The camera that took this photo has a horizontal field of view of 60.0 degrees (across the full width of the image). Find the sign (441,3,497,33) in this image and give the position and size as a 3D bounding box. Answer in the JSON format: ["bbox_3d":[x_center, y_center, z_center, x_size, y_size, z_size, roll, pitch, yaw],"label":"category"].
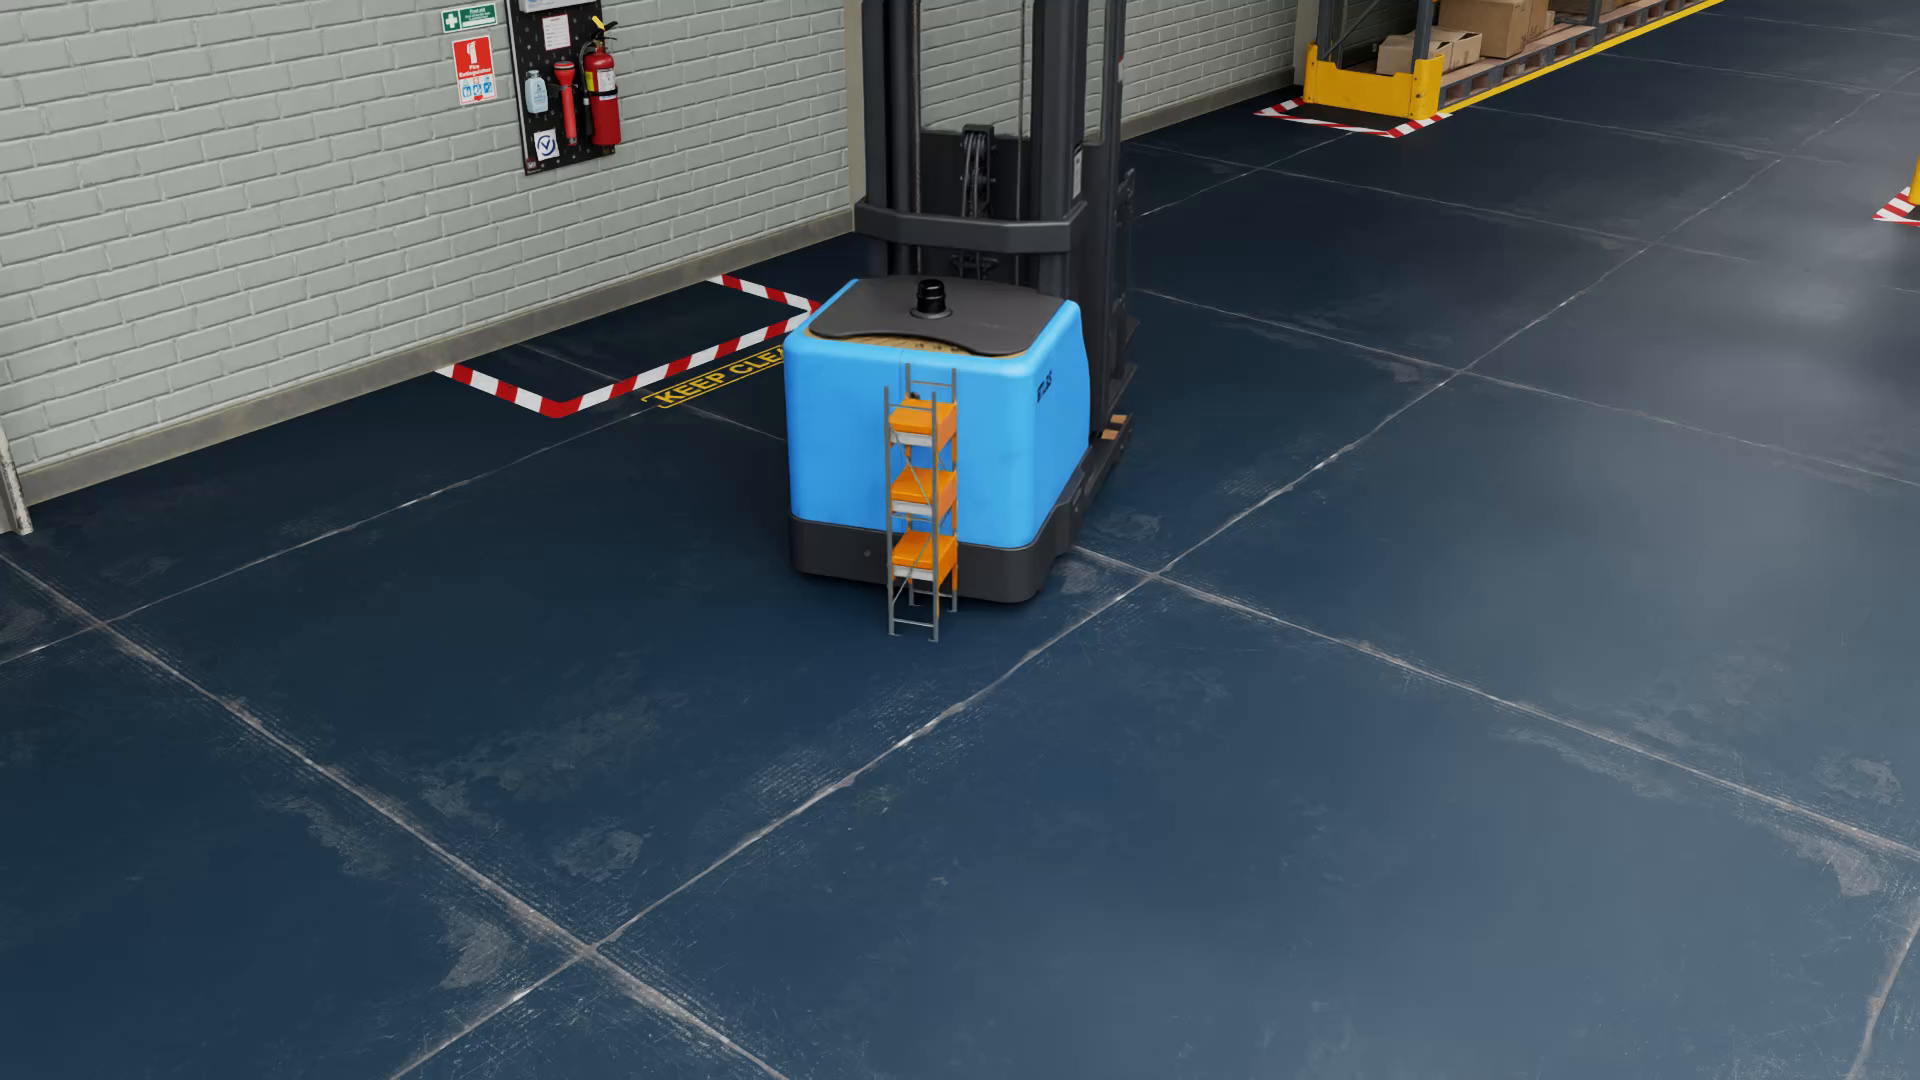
[{"bbox_3d":[-2.528,-2.693,8.575,0.001,0.109,0.331,21,34,34],"label":"sign"}]

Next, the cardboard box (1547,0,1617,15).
[{"bbox_3d":[6.533,-5.869,17.572,0.700,0.500,0.500,22,35,36],"label":"cardboard box"}]

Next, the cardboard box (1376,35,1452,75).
[{"bbox_3d":[4.043,-4.320,14.783,0.500,0.311,0.500,17,32,29],"label":"cardboard box"}]

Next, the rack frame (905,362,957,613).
[{"bbox_3d":[-0.109,-0.187,6.469,0.200,1.050,0.008,8,28,15],"label":"rack frame"}]

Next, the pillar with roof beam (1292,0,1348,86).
[{"bbox_3d":[6.633,-7.007,11.001,9.100,9.000,0.400,21,34,34],"label":"pillar with roof beam"}]

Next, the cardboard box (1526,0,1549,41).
[{"bbox_3d":[5.448,-5.223,16.324,0.500,0.500,0.500,18,32,31],"label":"cardboard box"}]

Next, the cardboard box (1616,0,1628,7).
[{"bbox_3d":[6.823,-6.067,17.954,0.700,0.500,0.500,20,33,33],"label":"cardboard box"}]

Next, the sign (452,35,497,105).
[{"bbox_3d":[-2.538,-2.458,8.698,0.001,0.329,0.234,21,34,34],"label":"sign"}]

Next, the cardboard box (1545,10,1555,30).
[{"bbox_3d":[5.760,-5.256,16.751,0.380,0.166,0.250,16,31,28],"label":"cardboard box"}]

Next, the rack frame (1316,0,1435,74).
[{"bbox_3d":[3.533,-5.100,13.843,1.000,3.000,0.127,21,34,34],"label":"rack frame"}]

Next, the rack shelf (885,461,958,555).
[{"bbox_3d":[-0.145,-0.124,6.371,0.215,0.259,0.240,8,28,15],"label":"rack shelf"}]

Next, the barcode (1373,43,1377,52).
[{"bbox_3d":[3.746,-4.447,15.019,0.001,0.075,0.075,21,34,34],"label":"barcode"}]

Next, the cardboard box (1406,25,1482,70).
[{"bbox_3d":[4.405,-4.522,15.174,0.500,0.311,0.500,24,36,38],"label":"cardboard box"}]

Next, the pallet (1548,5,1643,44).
[{"bbox_3d":[6.571,-5.556,17.760,1.003,0.211,1.213,21,34,34],"label":"pallet"}]

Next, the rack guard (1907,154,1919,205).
[{"bbox_3d":[7.343,-2.534,11.605,1.175,0.500,0.348,21,34,34],"label":"rack guard"}]

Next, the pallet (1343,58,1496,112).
[{"bbox_3d":[4.125,-4.166,15.073,1.003,0.211,1.213,21,34,34],"label":"pallet"}]

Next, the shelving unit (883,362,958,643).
[{"bbox_3d":[-0.145,-0.134,6.366,0.215,1.050,0.252,8,28,15],"label":"shelving unit"}]

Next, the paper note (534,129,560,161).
[{"bbox_3d":[-2.273,-2.174,9.147,0.016,0.148,0.142,21,34,34],"label":"paper note"}]

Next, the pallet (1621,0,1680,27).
[{"bbox_3d":[7.347,-5.990,18.599,1.003,0.211,1.213,21,34,34],"label":"pallet"}]

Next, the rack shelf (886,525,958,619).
[{"bbox_3d":[-0.145,0.123,6.498,0.215,0.259,0.240,8,28,15],"label":"rack shelf"}]

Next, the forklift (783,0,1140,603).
[{"bbox_3d":[0.216,-1.710,7.366,1.130,2.935,3.031,8,28,15],"label":"forklift"}]

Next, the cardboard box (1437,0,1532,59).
[{"bbox_3d":[4.910,-4.851,15.605,0.700,0.500,0.500,18,33,31],"label":"cardboard box"}]

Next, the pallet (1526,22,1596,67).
[{"bbox_3d":[5.677,-5.031,16.745,1.003,0.211,1.213,21,34,34],"label":"pallet"}]

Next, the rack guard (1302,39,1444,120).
[{"bbox_3d":[3.581,-4.016,14.469,1.175,0.500,0.348,21,34,34],"label":"rack guard"}]

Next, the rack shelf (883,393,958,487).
[{"bbox_3d":[-0.145,-0.376,6.240,0.215,0.259,0.240,8,28,15],"label":"rack shelf"}]

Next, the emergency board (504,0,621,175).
[{"bbox_3d":[-2.107,-2.608,9.027,0.194,1.169,0.643,21,34,34],"label":"emergency board"}]

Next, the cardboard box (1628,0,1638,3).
[{"bbox_3d":[7.178,-6.236,18.281,0.700,0.500,0.500,21,34,35],"label":"cardboard box"}]

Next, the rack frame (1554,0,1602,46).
[{"bbox_3d":[6.077,-6.518,16.584,1.000,3.000,0.127,21,34,34],"label":"rack frame"}]

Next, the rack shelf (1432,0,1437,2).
[{"bbox_3d":[4.805,-5.489,15.379,1.077,0.370,4.000,21,34,34],"label":"rack shelf"}]

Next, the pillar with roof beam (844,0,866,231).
[{"bbox_3d":[2.816,-4.880,6.889,9.100,9.000,0.400,21,34,34],"label":"pillar with roof beam"}]

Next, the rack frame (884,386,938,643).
[{"bbox_3d":[-0.181,-0.080,6.262,0.200,1.050,0.008,8,28,15],"label":"rack frame"}]

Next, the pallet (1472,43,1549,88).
[{"bbox_3d":[4.902,-4.596,15.905,1.003,0.211,1.213,21,34,34],"label":"pallet"}]

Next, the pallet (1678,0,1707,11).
[{"bbox_3d":[8.123,-6.421,19.432,1.003,0.211,1.213,21,34,34],"label":"pallet"}]
